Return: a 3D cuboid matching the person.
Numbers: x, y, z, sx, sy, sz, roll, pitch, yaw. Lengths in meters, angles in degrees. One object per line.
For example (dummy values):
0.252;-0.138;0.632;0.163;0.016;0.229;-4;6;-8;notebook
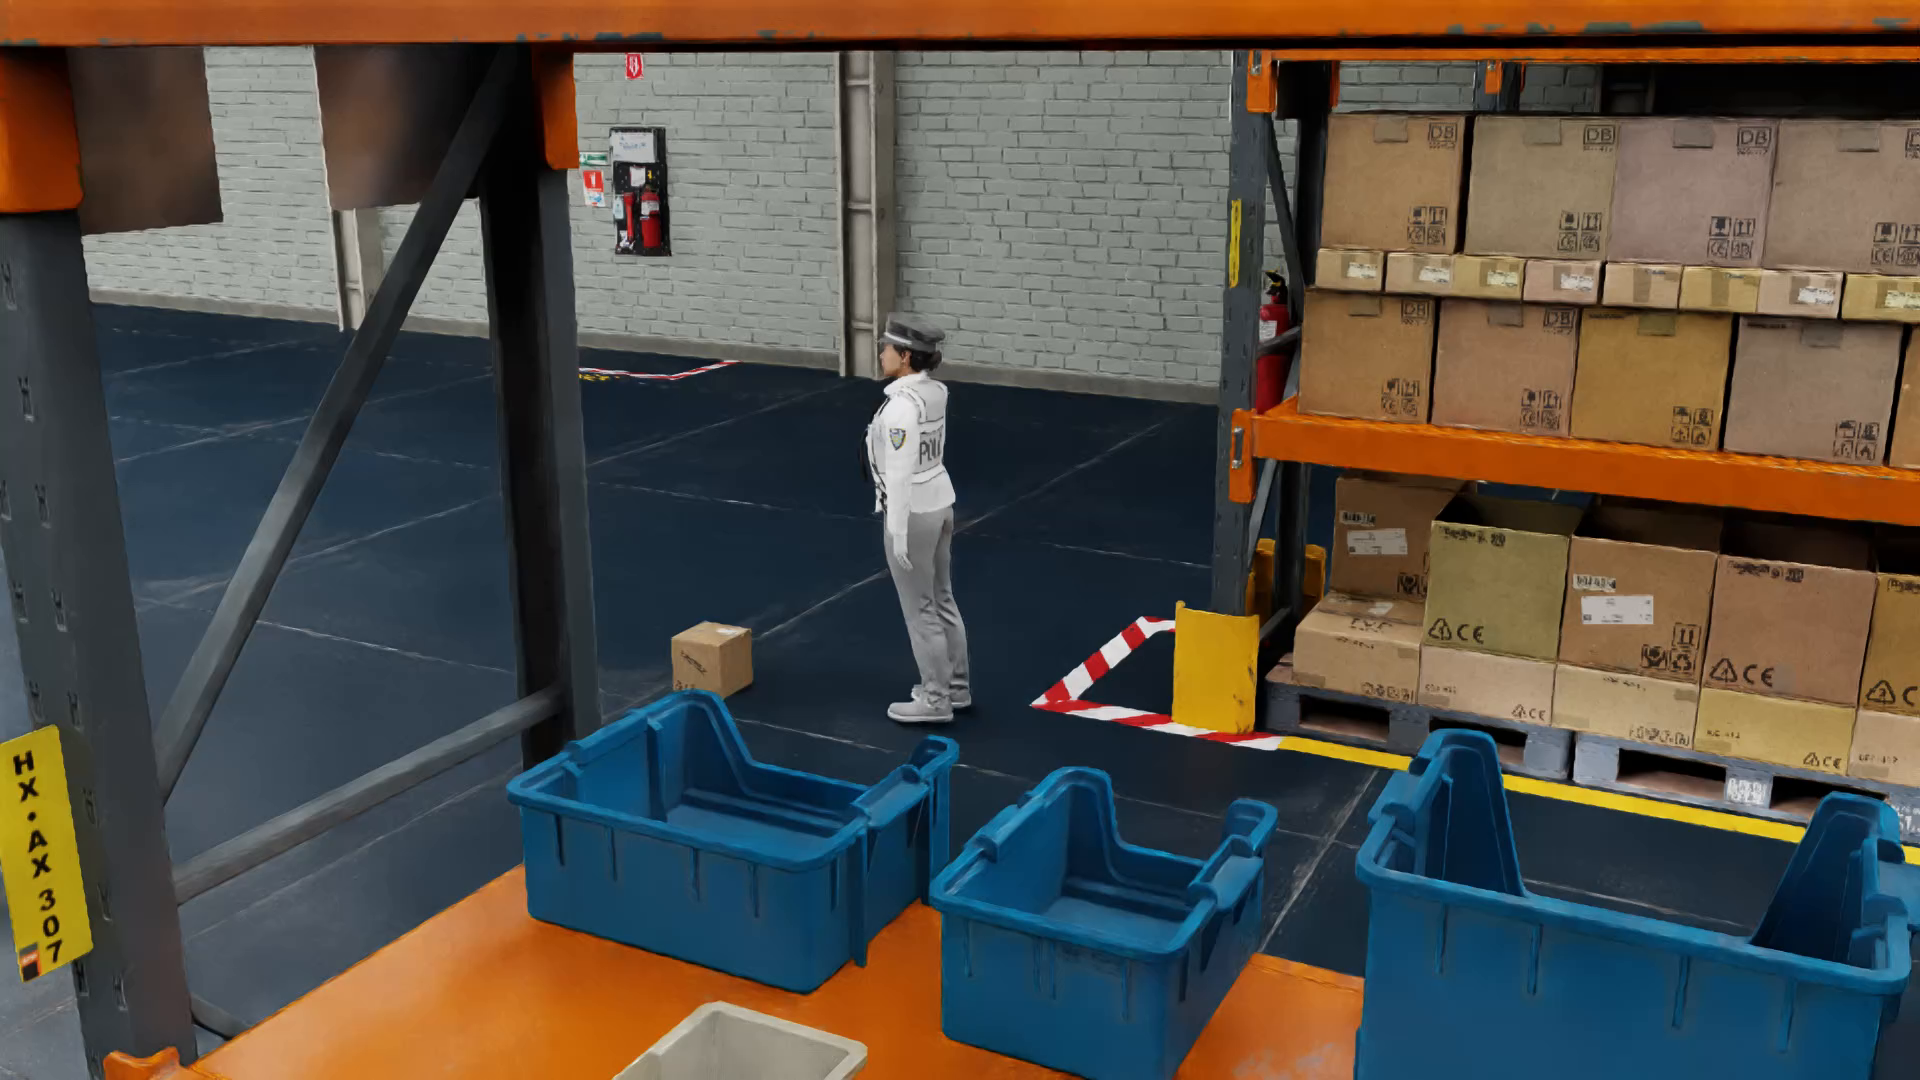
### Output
-0.177;-0.085;6.734;0.386;1.684;0.494;6;17;19;person
